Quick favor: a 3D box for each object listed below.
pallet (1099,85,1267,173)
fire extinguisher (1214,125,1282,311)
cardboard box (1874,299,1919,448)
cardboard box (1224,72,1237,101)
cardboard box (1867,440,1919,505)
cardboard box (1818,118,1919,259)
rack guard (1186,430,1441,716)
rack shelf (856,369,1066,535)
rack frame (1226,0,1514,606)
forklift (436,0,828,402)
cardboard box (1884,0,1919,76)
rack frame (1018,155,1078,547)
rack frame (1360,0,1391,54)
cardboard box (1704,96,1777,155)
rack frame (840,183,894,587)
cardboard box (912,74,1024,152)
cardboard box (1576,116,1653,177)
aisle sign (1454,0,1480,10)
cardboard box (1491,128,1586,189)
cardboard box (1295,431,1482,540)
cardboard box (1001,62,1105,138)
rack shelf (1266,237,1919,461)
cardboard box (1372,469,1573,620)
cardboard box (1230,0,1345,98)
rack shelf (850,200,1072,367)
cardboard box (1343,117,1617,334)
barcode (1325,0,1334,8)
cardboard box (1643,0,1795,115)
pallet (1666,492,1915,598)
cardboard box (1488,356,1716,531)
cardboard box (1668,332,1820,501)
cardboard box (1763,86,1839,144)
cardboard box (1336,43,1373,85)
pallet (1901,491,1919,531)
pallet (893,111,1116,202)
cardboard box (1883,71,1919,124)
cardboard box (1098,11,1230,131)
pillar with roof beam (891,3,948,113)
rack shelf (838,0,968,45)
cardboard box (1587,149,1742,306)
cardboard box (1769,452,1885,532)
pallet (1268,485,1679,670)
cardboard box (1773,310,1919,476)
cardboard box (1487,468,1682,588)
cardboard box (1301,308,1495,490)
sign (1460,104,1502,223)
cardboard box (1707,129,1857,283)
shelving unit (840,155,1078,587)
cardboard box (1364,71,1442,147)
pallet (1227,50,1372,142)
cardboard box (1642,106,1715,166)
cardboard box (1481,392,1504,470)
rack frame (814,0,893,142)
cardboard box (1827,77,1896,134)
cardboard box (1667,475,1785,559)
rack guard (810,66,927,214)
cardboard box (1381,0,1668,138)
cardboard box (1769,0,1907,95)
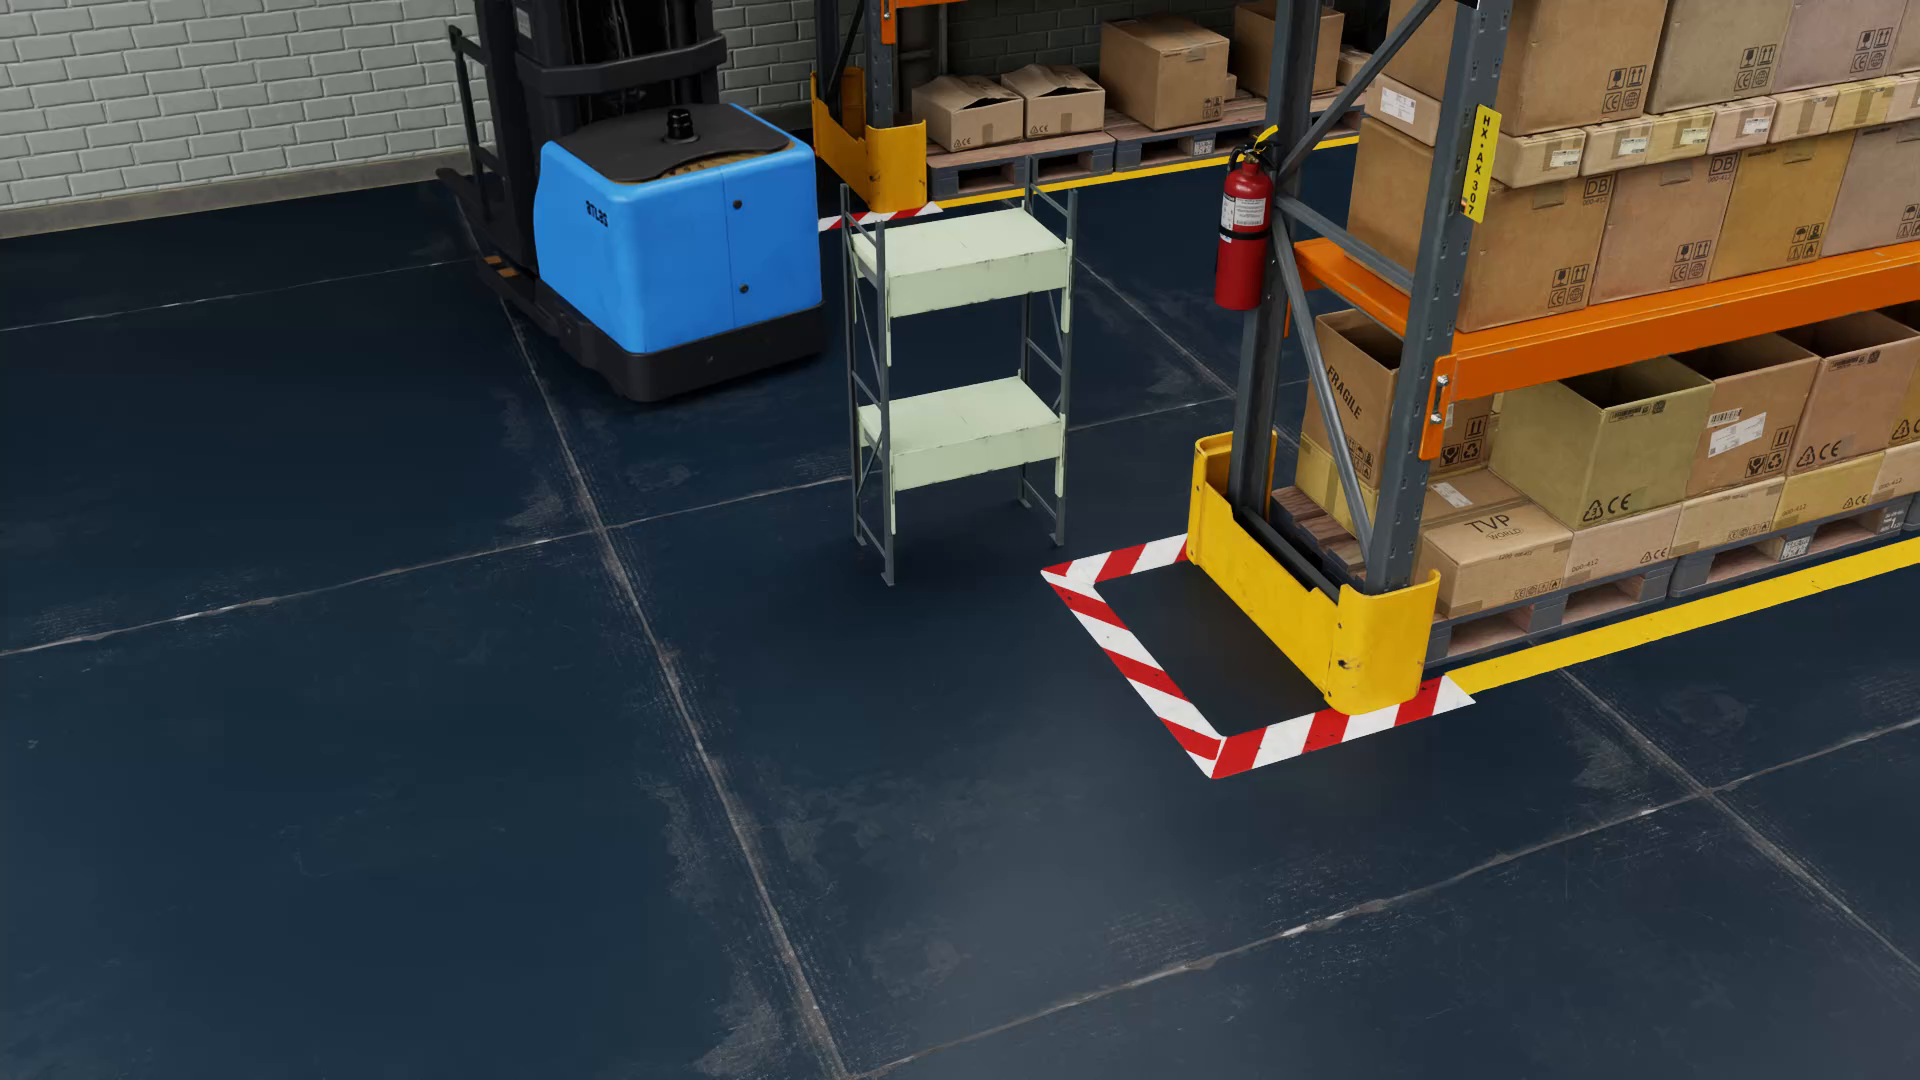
[{"bbox_3d":[1.327,-2.715,10.729,1.213,0.211,1.003,-13,35,-19],"label":"pallet"},{"bbox_3d":[1.003,-1.145,5.830,0.183,0.674,0.296,-13,35,-19],"label":"fire extinguisher"},{"bbox_3d":[3.712,-0.736,6.579,0.500,0.500,0.500,-13,35,-19],"label":"cardboard box"},{"bbox_3d":[1.576,-2.965,10.767,0.250,0.149,0.380,-16,36,-23],"label":"cardboard box"},{"bbox_3d":[3.717,-0.415,6.774,0.500,0.250,0.500,-13,35,-19],"label":"cardboard box"},{"bbox_3d":[3.154,-1.431,6.107,0.500,0.500,0.700,-12,35,-18],"label":"cardboard box"},{"bbox_3d":[1.270,0.084,6.162,0.348,0.500,1.175,-13,35,-19],"label":"rack guard"},{"bbox_3d":[-0.006,-0.354,6.517,0.720,0.370,0.431,-13,35,-19],"label":"rack shelf"},{"bbox_3d":[1.292,-0.968,5.488,0.127,3.000,1.000,-13,35,-19],"label":"rack frame"},{"bbox_3d":[-1.899,-2.614,8.081,1.130,2.935,3.031,-21,38,-29],"label":"forklift"},{"bbox_3d":[3.185,-1.984,5.767,0.500,0.500,0.700,-13,35,-19],"label":"cardboard box"},{"bbox_3d":[0.331,-0.704,6.458,0.023,1.500,0.400,-13,35,-19],"label":"rack frame"},{"bbox_3d":[3.059,-4.303,10.613,0.127,3.000,1.000,-13,35,-19],"label":"rack frame"},{"bbox_3d":[2.443,-1.418,5.492,0.250,0.149,0.380,-13,35,-20],"label":"cardboard box"},{"bbox_3d":[-0.344,-0.550,6.220,0.023,1.500,0.400,-13,35,-19],"label":"rack frame"},{"bbox_3d":[0.044,-2.617,10.083,0.500,0.311,0.500,-17,37,-24],"label":"cardboard box"},{"bbox_3d":[1.979,-1.314,5.332,0.250,0.149,0.380,-14,36,-20],"label":"cardboard box"},{"bbox_3d":[1.350,-1.890,4.521,0.004,0.787,0.394,-13,35,-19],"label":"aisle sign"},{"bbox_3d":[1.737,-1.257,5.245,0.250,0.149,0.380,-13,35,-19],"label":"cardboard box"},{"bbox_3d":[1.672,-0.254,6.526,0.500,0.250,0.500,-13,35,-19],"label":"cardboard box"},{"bbox_3d":[0.569,-2.737,10.268,0.500,0.311,0.500,-10,34,-15],"label":"cardboard box"},{"bbox_3d":[3.136,-1.089,6.333,4.000,0.370,1.077,-13,35,-19],"label":"rack shelf"},{"bbox_3d":[1.872,0.007,6.125,0.500,0.250,0.500,-13,35,-19],"label":"cardboard box"},{"bbox_3d":[2.117,-3.201,10.807,0.500,0.500,0.500,-16,36,-22],"label":"cardboard box"},{"bbox_3d":[-0.006,-0.954,6.126,0.720,0.370,0.431,-13,35,-19],"label":"rack shelf"},{"bbox_3d":[1.727,-1.102,5.602,0.500,0.500,0.700,-13,35,-19],"label":"cardboard box"},{"bbox_3d":[2.468,-3.581,11.098,0.075,0.075,0.001,-13,35,-19],"label":"barcode"},{"bbox_3d":[2.259,-1.771,5.440,0.500,0.500,0.700,-14,36,-20],"label":"cardboard box"},{"bbox_3d":[3.104,-0.238,6.922,1.213,0.211,1.003,-13,35,-19],"label":"pallet"},{"bbox_3d":[2.333,-0.414,6.085,0.500,0.500,0.500,-13,35,-19],"label":"cardboard box"},{"bbox_3d":[2.789,-0.526,6.257,0.500,0.500,0.500,-13,35,-19],"label":"cardboard box"},{"bbox_3d":[2.688,-1.476,5.581,0.250,0.149,0.380,-14,36,-21],"label":"cardboard box"},{"bbox_3d":[2.577,-3.172,11.069,0.250,0.166,0.380,-18,37,-25],"label":"cardboard box"},{"bbox_3d":[4.231,-0.497,7.321,1.213,0.211,1.003,-13,35,-19],"label":"pallet"},{"bbox_3d":[0.204,-2.460,10.337,1.213,0.211,1.003,-13,35,-19],"label":"pallet"},{"bbox_3d":[3.155,-1.581,5.743,0.250,0.149,0.380,-13,35,-18],"label":"cardboard box"},{"bbox_3d":[1.265,-2.946,10.416,0.500,0.500,0.700,-15,36,-22],"label":"cardboard box"},{"bbox_3d":[1.348,-4.391,5.248,0.400,9.000,9.100,-13,35,-19],"label":"pillar with roof beam"},{"bbox_3d":[1.215,-3.579,10.160,4.000,0.370,1.077,-13,35,-19],"label":"rack shelf"},{"bbox_3d":[2.210,-1.216,5.776,0.500,0.500,0.700,-12,35,-18],"label":"cardboard box"},{"bbox_3d":[3.256,-0.309,6.611,0.500,0.250,0.500,-13,35,-19],"label":"cardboard box"},{"bbox_3d":[1.981,0.018,6.529,1.213,0.211,1.003,-13,35,-19],"label":"pallet"},{"bbox_3d":[3.257,-0.623,6.406,0.500,0.500,0.500,-13,35,-19],"label":"cardboard box"},{"bbox_3d":[2.332,-0.101,6.290,0.500,0.250,0.500,-13,35,-19],"label":"cardboard box"},{"bbox_3d":[1.671,-0.569,6.323,0.500,0.500,0.500,-13,35,-19],"label":"cardboard box"},{"bbox_3d":[1.501,-1.084,4.799,0.005,0.325,0.100,-13,35,-19],"label":"sign"},{"bbox_3d":[2.670,-1.318,5.933,0.500,0.500,0.700,-13,35,-19],"label":"cardboard box"},{"bbox_3d":[-0.006,-0.627,6.339,0.755,1.500,0.431,-13,35,-19],"label":"shelving unit"},{"bbox_3d":[1.570,-1.459,5.555,0.250,0.149,0.380,-13,35,-20],"label":"cardboard box"},{"bbox_3d":[2.453,-2.975,11.128,1.213,0.211,1.003,-13,35,-19],"label":"pallet"},{"bbox_3d":[2.210,-1.366,5.412,0.250,0.149,0.380,-13,35,-19],"label":"cardboard box"},{"bbox_3d":[2.128,-0.365,6.697,0.500,0.250,0.500,-13,35,-19],"label":"cardboard box"},{"bbox_3d":[-0.629,-3.459,9.315,0.127,3.000,1.000,-13,35,-19],"label":"rack frame"},{"bbox_3d":[2.924,-1.530,5.664,0.250,0.149,0.380,-13,35,-20],"label":"cardboard box"},{"bbox_3d":[2.793,-0.206,6.452,0.500,0.250,0.500,-13,35,-19],"label":"cardboard box"},{"bbox_3d":[-0.559,-2.427,10.021,0.348,0.500,1.175,-13,35,-19],"label":"rack guard"},{"bbox_3d":[1.776,-1.657,5.266,0.500,0.500,0.700,-13,35,-19],"label":"cardboard box"},{"bbox_3d":[2.723,-1.878,5.605,0.500,0.500,0.700,-13,35,-19],"label":"cardboard box"}]
